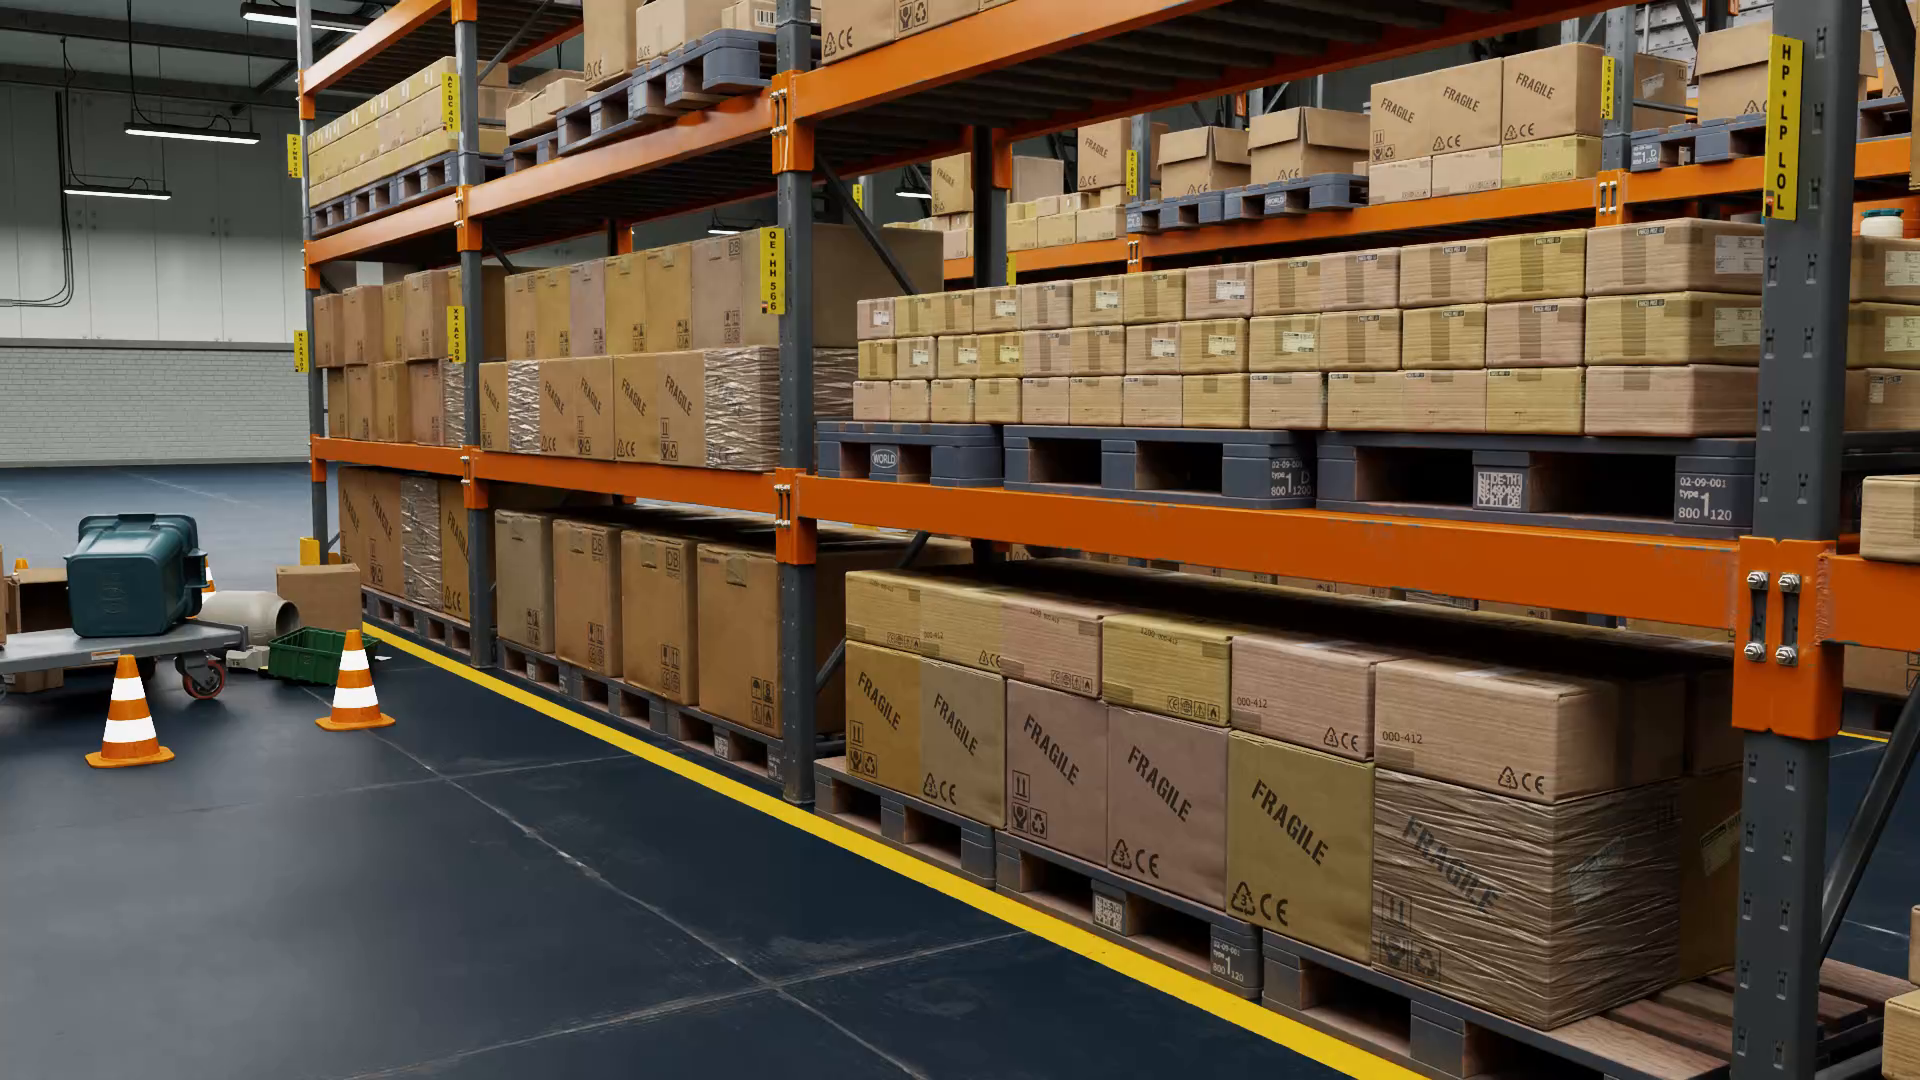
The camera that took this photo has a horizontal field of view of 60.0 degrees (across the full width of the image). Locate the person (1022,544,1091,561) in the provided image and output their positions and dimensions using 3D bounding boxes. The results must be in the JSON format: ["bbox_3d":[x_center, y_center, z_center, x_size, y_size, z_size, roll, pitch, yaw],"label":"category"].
[{"bbox_3d":[0.635,-0.052,10.977,0.556,1.465,0.490,-3,6,-33],"label":"person"}]
